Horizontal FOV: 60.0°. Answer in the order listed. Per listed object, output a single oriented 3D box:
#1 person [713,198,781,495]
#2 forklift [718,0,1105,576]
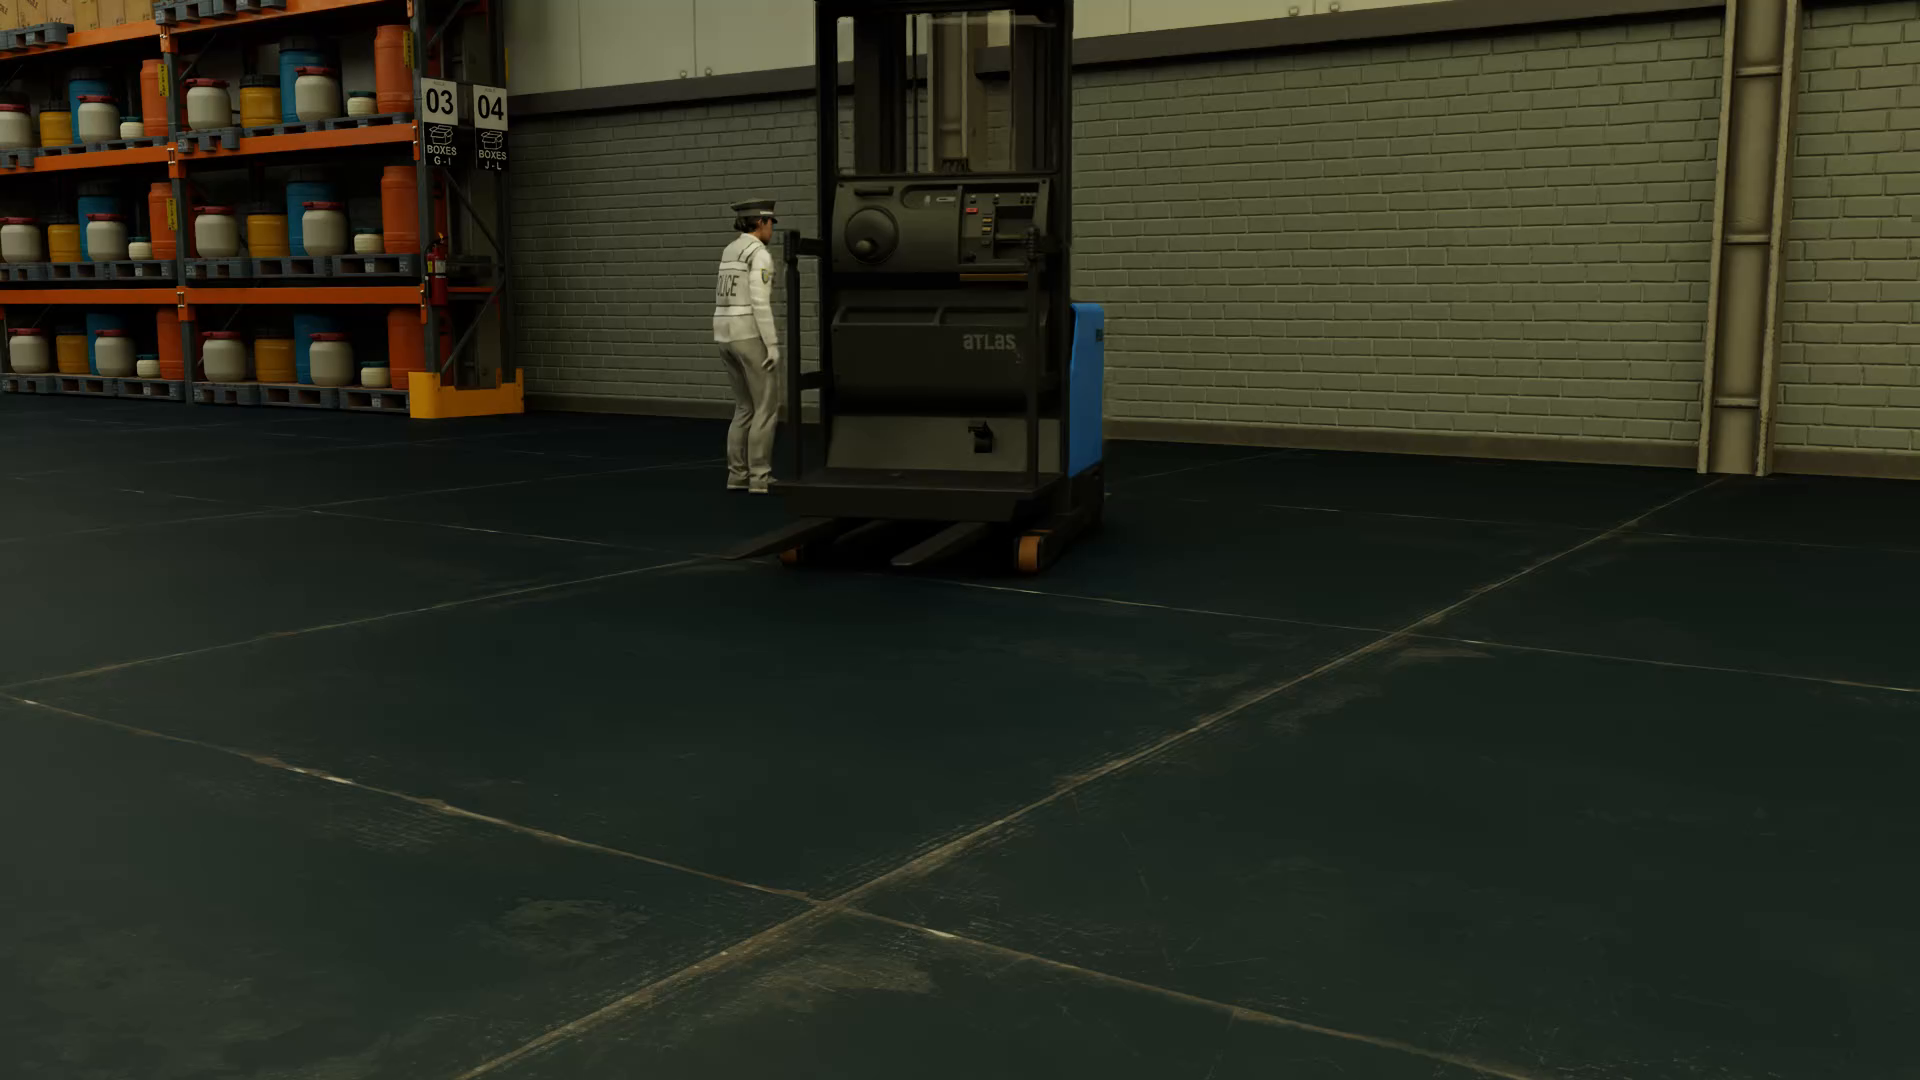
[{"bbox_3d":[-1.192,-1.101,9.454,0.376,1.662,0.532,-6,10,-34],"label":"person"},{"bbox_3d":[-0.133,-1.366,6.802,1.130,2.935,3.031,2,8,14],"label":"forklift"}]
